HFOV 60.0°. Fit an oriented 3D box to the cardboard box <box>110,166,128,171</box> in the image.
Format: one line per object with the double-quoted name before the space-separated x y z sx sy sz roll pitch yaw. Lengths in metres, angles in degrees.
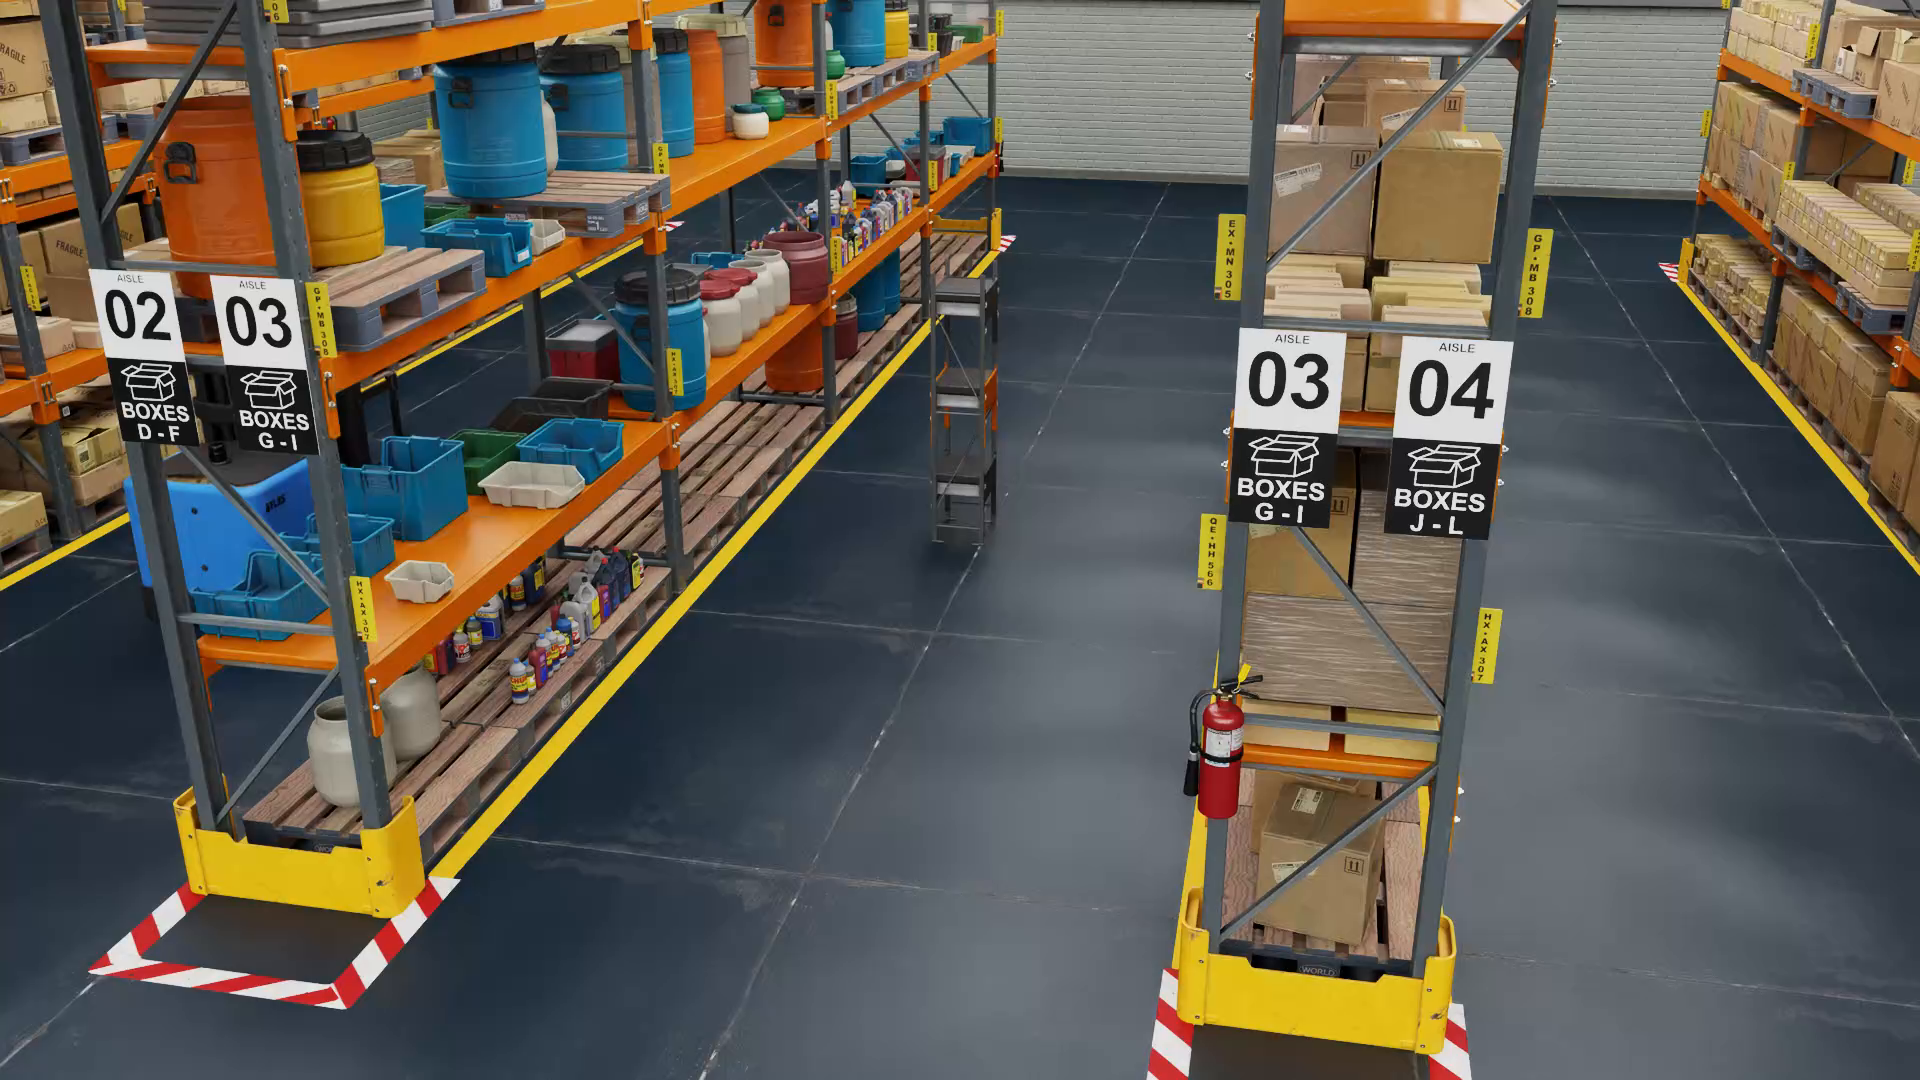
"cardboard box" -10.386 -4.744 20.059 0.500 0.500 0.500 4 22 10

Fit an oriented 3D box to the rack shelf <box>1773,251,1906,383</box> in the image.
"rack shelf" 8.436 -2.126 15.079 1.077 0.370 4.000 4 22 11

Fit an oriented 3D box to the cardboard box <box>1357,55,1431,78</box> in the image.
"cardboard box" 3.130 -3.251 12.092 0.500 0.500 0.500 5 22 12

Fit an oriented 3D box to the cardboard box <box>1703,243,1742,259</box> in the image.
"cardboard box" 9.105 -3.444 19.847 0.380 0.149 0.250 4 22 11

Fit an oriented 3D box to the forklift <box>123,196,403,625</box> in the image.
"forklift" -4.734 -1.263 12.067 1.130 2.935 3.031 5 22 12

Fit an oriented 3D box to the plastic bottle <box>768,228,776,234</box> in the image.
"plastic bottle" -1.823 -2.909 16.233 0.097 0.271 0.097 0 22 0

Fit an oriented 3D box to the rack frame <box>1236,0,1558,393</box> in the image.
"rack frame" 1.560 -2.000 5.774 1.000 3.000 0.127 4 22 11

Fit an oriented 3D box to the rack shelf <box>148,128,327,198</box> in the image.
"rack shelf" -10.130 -5.136 22.555 1.077 0.370 4.000 4 22 11

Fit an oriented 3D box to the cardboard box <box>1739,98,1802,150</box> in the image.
"cardboard box" 8.983 -4.598 18.384 0.500 0.500 0.500 4 22 9

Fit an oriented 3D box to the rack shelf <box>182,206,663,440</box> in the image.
"rack shelf" -2.880 -1.384 9.222 1.077 0.370 4.000 4 22 11

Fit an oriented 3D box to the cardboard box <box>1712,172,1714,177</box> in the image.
"cardboard box" 9.262 -4.347 19.969 0.380 0.149 0.250 5 23 13

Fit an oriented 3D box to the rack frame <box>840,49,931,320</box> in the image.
"rack frame" -0.840 -3.983 18.729 1.000 3.000 0.127 4 22 11

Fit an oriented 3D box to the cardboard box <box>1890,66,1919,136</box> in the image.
"cardboard box" 7.985 -3.578 13.573 0.500 0.500 0.500 4 22 11

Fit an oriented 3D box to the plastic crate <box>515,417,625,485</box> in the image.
"plastic crate" -2.432 -0.563 10.436 0.499 0.251 0.616 4 22 11

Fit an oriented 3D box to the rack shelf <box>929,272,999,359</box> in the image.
"rack shelf" 0.034 -1.671 12.355 0.431 0.518 0.480 4 22 11

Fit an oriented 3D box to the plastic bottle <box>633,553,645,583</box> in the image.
"plastic bottle" -2.241 0.193 11.516 0.097 0.201 0.097 0 22 0

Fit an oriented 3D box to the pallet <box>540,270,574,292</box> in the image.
"pallet" -5.547 -3.320 20.814 1.003 0.211 1.213 4 22 11

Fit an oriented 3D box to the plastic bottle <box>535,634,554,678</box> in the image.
"plastic bottle" -2.543 0.702 10.158 0.097 0.271 0.097 0 22 0

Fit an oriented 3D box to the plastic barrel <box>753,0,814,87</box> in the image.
"plastic barrel" -1.537 -4.513 14.893 0.600 0.830 0.708 4 22 11

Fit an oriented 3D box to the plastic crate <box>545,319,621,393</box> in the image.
"plastic crate" -2.673 -1.288 11.950 0.402 0.464 0.583 4 22 11

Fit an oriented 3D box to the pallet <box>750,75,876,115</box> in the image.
"pallet" -1.404 -4.097 15.248 1.003 0.211 1.213 4 22 11

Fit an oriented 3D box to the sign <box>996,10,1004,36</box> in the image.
"sign" 0.518 -6.753 21.731 0.100 0.325 0.005 4 22 11

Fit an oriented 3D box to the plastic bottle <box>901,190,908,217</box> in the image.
"plastic bottle" -0.606 -3.672 18.113 0.061 0.283 0.133 4 22 11

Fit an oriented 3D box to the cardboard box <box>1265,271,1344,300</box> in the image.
"cardboard box" 1.428 -1.044 7.082 0.380 0.149 0.250 3 22 9

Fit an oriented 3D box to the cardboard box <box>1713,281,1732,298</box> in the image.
"cardboard box" 8.968 -2.895 19.281 0.380 0.149 0.250 3 22 8

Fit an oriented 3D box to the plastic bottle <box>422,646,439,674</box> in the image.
"plastic bottle" -3.265 0.669 10.233 0.152 0.276 0.135 5 22 11

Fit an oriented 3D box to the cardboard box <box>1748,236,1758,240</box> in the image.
"cardboard box" 9.800 -3.589 20.208 0.380 0.149 0.250 5 22 12

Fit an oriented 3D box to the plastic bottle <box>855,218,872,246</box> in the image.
"plastic bottle" -0.968 -3.104 16.711 0.152 0.276 0.135 4 22 11

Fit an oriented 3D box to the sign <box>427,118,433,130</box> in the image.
"sign" -6.221 -4.802 19.604 0.100 0.325 0.005 4 22 11

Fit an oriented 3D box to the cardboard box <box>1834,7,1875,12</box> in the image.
"cardboard box" 9.496 -5.591 17.704 0.380 0.149 0.250 4 22 9

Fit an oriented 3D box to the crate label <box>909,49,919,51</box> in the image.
"crate label" -0.457 -5.409 18.608 0.293 0.136 0.466 4 22 11

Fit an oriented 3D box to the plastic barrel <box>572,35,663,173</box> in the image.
"plastic barrel" -2.447 -3.123 11.907 0.600 0.901 0.600 0 22 0

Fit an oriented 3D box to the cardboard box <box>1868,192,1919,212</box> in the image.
"cardboard box" 8.845 -3.191 15.738 0.380 0.149 0.250 4 22 9

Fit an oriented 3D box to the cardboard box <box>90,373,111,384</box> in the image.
"cardboard box" -7.208 -1.343 14.540 0.500 0.311 0.500 4 22 10

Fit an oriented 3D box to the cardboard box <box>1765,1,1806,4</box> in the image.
"cardboard box" 9.175 -5.915 18.507 0.380 0.149 0.250 5 22 12

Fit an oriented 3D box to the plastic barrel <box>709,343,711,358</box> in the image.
"plastic barrel" -2.052 -1.466 12.663 0.301 0.262 0.301 0 22 0

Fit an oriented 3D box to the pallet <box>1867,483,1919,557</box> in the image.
"pallet" 7.793 -0.152 12.948 1.003 0.211 1.213 4 22 11

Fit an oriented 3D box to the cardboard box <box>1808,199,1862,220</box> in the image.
"cardboard box" 8.103 -3.055 15.402 0.380 0.149 0.250 4 22 10

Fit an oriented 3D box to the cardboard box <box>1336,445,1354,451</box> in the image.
"cardboard box" 1.527 -0.269 7.635 0.500 0.500 0.500 4 22 11

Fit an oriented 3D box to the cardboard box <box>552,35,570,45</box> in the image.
"cardboard box" -5.137 -6.208 20.439 0.500 0.250 0.500 4 22 11

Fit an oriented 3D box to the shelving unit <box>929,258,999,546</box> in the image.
"shelving unit" 0.034 -1.035 12.612 0.431 2.100 0.503 4 22 11

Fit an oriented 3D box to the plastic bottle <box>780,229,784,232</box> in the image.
"plastic bottle" -1.764 -2.983 16.512 0.097 0.201 0.097 0 22 0

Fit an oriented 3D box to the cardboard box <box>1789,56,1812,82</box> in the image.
"cardboard box" 8.680 -4.713 16.725 0.500 0.250 0.500 5 22 12

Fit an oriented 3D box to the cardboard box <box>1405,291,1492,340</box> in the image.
"cardboard box" 1.991 -0.894 6.711 0.380 0.149 0.250 5 22 12

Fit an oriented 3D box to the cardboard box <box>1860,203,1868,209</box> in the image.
"cardboard box" 8.903 -3.150 16.036 0.380 0.149 0.250 5 22 11

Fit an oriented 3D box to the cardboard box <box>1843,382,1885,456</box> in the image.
"cardboard box" 7.906 -1.024 14.164 0.500 0.500 0.500 4 22 11

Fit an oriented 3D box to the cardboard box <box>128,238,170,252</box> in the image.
"cardboard box" -6.831 -2.331 14.492 0.500 0.500 0.500 3 22 8

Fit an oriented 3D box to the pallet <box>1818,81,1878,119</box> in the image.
"pallet" 8.405 -3.898 14.753 1.213 0.211 1.003 4 22 11

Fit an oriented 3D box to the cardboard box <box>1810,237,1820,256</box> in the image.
"cardboard box" 8.052 -2.682 15.272 0.380 0.149 0.250 4 22 10

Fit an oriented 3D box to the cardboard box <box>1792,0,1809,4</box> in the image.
"cardboard box" 9.682 -6.072 18.897 0.380 0.149 0.250 4 22 9

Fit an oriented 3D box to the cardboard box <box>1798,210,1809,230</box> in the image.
"cardboard box" 8.158 -3.013 15.697 0.380 0.149 0.250 4 22 9

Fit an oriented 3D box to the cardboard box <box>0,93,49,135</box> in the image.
"cardboard box" -7.185 -3.178 12.352 0.500 0.250 0.500 7 23 16

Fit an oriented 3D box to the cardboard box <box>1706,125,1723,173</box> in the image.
"cardboard box" 9.298 -4.695 19.964 0.500 0.500 0.500 6 23 13

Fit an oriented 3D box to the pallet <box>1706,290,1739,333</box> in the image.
"pallet" 9.193 -2.593 19.010 1.003 0.211 1.213 4 22 11

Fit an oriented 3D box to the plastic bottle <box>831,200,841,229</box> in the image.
"plastic bottle" -1.347 -3.435 17.534 0.152 0.276 0.135 4 22 11

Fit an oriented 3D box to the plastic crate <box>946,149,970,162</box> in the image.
"plastic crate" -0.086 -4.935 21.364 0.396 0.136 0.243 4 22 11
